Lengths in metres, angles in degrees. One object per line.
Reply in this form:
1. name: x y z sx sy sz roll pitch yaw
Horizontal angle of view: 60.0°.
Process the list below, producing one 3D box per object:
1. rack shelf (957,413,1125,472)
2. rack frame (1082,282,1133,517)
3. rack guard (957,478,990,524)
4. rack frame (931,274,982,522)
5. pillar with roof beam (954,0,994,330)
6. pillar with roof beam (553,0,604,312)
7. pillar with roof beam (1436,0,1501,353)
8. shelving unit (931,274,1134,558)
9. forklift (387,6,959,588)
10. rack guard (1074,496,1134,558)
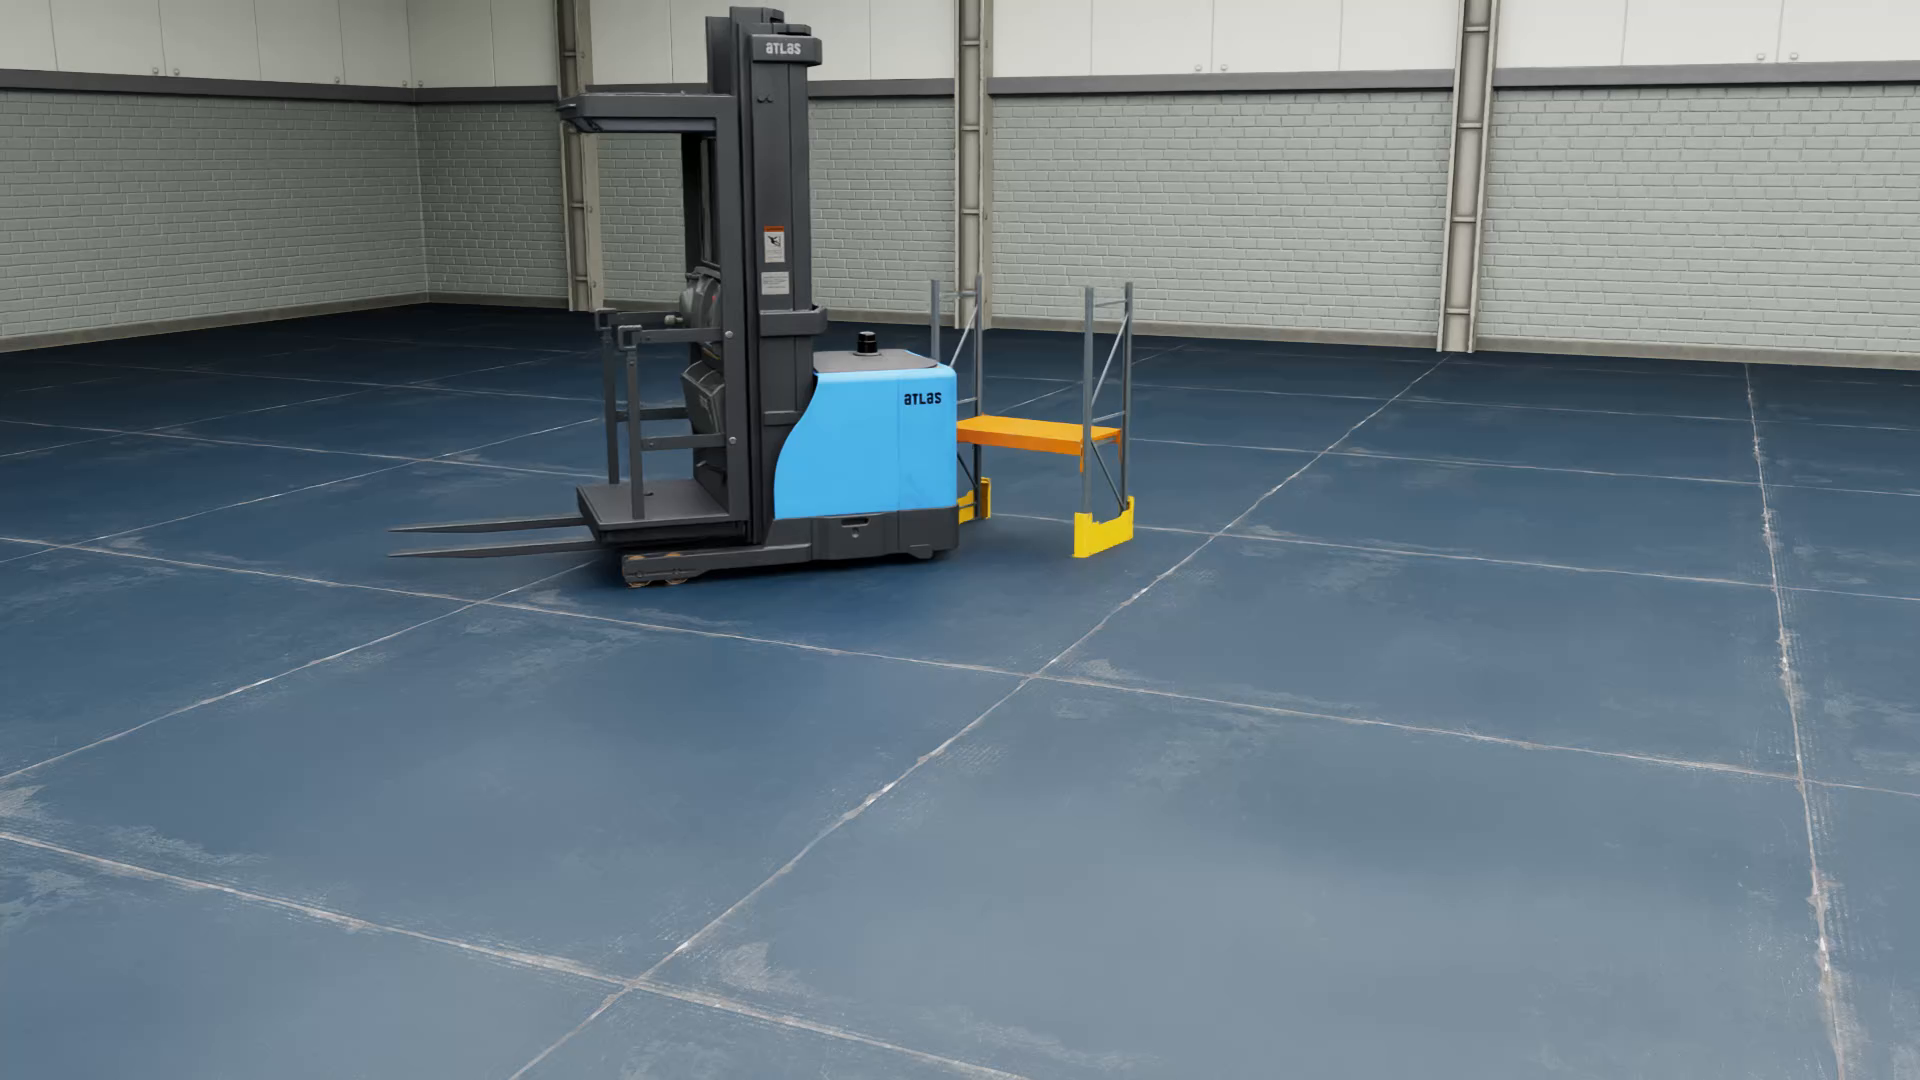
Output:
1. rack shelf: 0.408 -0.578 9.723 1.000 0.185 0.538 9 16 32
2. rack frame: 0.832 -0.689 9.409 0.032 1.500 0.500 9 16 32
3. rack guard: 0.000 -0.207 10.088 0.087 0.250 0.587 9 16 32
4. rack frame: -0.016 -0.817 9.955 0.032 1.500 0.500 9 16 32
5. pillar with roof beam: -1.573 -6.197 16.466 0.400 9.000 9.100 6 14 23
6. pillar with roof beam: -7.058 -6.752 18.832 0.400 9.000 9.100 6 14 23
7. pillar with roof beam: 3.913 -5.642 14.100 0.400 9.000 9.100 6 14 23
8. shelving unit: 0.415 -0.752 9.677 1.083 1.500 0.587 9 16 32
9. forklift: -1.580 -1.314 8.937 3.031 2.935 1.130 -4 14 -18
10. rack guard: 0.830 -0.081 9.553 0.087 0.250 0.587 9 16 32
